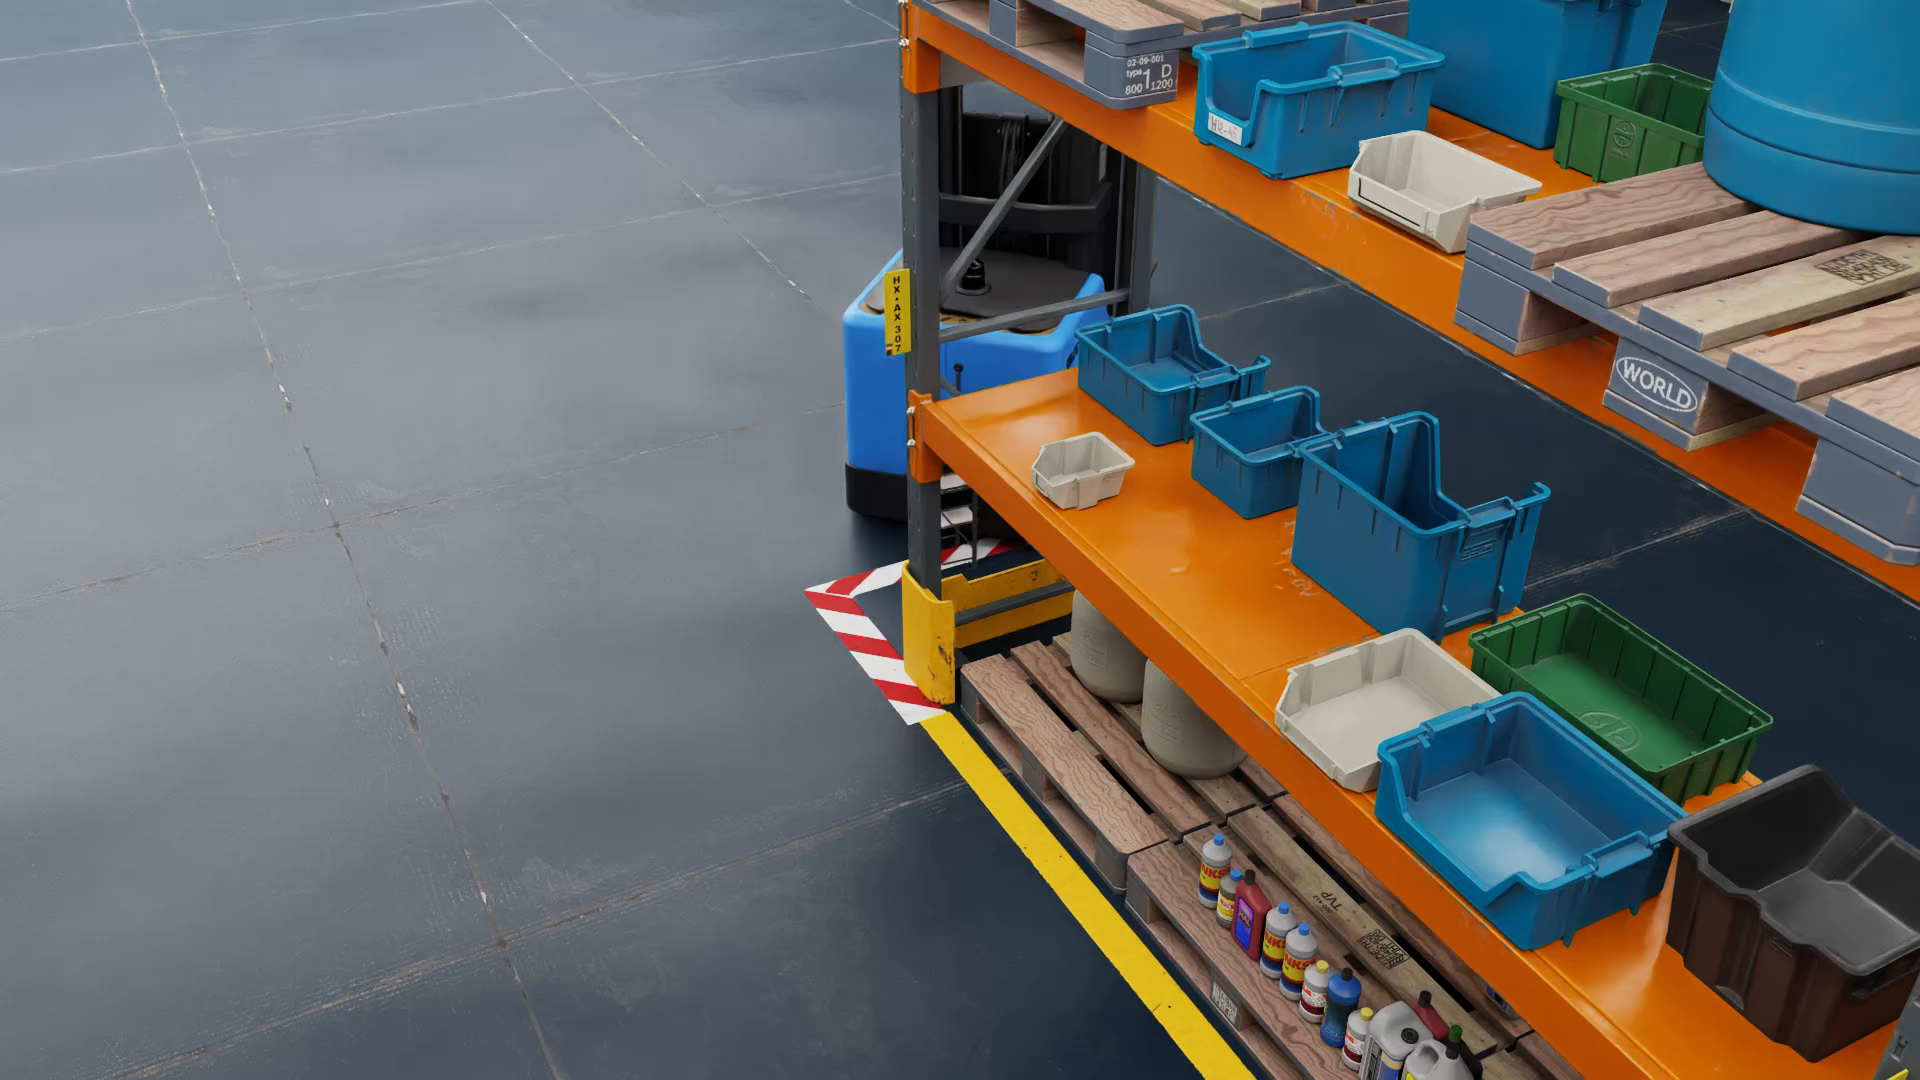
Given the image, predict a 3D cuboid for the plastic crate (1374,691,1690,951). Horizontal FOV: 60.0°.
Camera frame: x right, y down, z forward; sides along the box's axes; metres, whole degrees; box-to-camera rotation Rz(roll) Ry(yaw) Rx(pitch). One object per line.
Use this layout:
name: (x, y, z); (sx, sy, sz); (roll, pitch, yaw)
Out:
plastic crate: (1.373, 0.674, 4.056); (0.499, 0.251, 0.616); (-16, 36, -23)

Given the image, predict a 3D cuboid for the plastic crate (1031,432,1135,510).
plastic crate: (0.396, -0.219, 5.556); (0.298, 0.136, 0.250); (-16, 36, -23)

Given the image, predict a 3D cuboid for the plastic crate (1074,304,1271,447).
plastic crate: (0.762, -0.612, 6.062); (0.499, 0.251, 0.616); (-16, 36, -23)

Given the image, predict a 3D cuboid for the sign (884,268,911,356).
sign: (-0.225, -0.818, 5.990); (0.100, 0.325, 0.005); (-16, 36, -23)

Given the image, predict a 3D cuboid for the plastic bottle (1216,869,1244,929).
plastic bottle: (0.882, 1.148, 5.364); (0.097, 0.201, 0.097); (0, 33, 0)

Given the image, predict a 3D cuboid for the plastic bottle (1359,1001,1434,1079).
plastic bottle: (1.261, 1.473, 4.787); (0.152, 0.276, 0.135); (-15, 36, -22)

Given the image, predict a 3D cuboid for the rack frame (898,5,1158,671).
rack frame: (0.264, -0.838, 6.277); (1.000, 3.000, 0.127); (-16, 36, -23)

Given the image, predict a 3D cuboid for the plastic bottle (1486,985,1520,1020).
plastic bottle: (1.714, 1.299, 5.059); (0.152, 0.276, 0.135); (-16, 36, -23)

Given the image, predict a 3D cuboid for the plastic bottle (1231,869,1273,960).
plastic bottle: (0.923, 1.177, 5.243); (0.061, 0.283, 0.133); (-15, 36, -22)

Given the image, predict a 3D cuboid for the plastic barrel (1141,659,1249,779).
plastic barrel: (0.872, 0.567, 6.002); (0.421, 0.512, 0.421); (0, 33, 0)

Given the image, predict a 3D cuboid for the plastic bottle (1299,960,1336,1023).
plastic bottle: (1.086, 1.357, 5.037); (0.097, 0.201, 0.097); (0, 33, 0)

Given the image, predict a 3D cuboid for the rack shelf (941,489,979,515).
rack shelf: (-0.074, -0.172, 7.410); (0.258, 0.077, 0.200); (-12, 35, -18)

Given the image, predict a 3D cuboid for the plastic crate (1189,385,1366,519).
plastic crate: (1.060, -0.300, 5.576); (0.499, 0.251, 0.408); (-16, 36, -23)

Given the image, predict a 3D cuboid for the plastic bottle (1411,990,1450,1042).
plastic bottle: (1.355, 1.443, 4.827); (0.061, 0.283, 0.133); (-16, 36, -23)

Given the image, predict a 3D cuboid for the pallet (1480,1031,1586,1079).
pallet: (1.853, 1.914, 4.567); (1.003, 0.211, 1.213); (-16, 36, -23)

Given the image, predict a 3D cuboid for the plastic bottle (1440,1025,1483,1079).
plastic bottle: (1.412, 1.511, 4.721); (0.061, 0.283, 0.133); (-16, 36, -23)

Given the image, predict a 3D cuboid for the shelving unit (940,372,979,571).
shelving unit: (-0.073, -0.275, 7.343); (0.258, 0.900, 0.210); (-12, 35, -18)

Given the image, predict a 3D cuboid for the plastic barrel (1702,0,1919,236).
plastic barrel: (1.760, -1.082, 3.024); (0.600, 0.901, 0.708); (-16, 36, -23)

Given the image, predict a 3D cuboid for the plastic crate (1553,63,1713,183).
plastic crate: (1.634, -0.924, 3.828); (0.336, 0.188, 0.450); (-16, 36, -23)

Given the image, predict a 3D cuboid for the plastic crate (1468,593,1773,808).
plastic crate: (1.746, 0.441, 4.477); (0.450, 0.188, 0.662); (-16, 36, -23)

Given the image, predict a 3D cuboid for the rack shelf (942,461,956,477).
rack shelf: (-0.073, -0.322, 7.312); (0.258, 0.077, 0.200); (-12, 35, -18)

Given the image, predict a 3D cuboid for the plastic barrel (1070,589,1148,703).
plastic barrel: (0.638, 0.328, 6.375); (0.421, 0.512, 0.421); (0, 33, 0)

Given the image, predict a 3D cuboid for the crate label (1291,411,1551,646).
crate label: (1.361, -0.043, 5.003); (0.502, 0.435, 0.616); (-16, 36, -23)

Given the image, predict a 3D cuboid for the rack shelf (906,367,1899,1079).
rack shelf: (1.196, 0.419, 4.982); (1.077, 0.370, 4.000); (-16, 36, -23)

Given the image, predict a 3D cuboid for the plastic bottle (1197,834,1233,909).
plastic bottle: (0.834, 1.069, 5.422); (0.097, 0.271, 0.097); (0, 33, 0)

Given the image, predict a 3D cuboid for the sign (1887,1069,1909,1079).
sign: (1.637, 1.087, 3.015); (0.100, 0.325, 0.005); (-16, 36, -23)

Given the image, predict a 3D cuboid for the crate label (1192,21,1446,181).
crate label: (0.844, -1.062, 3.984); (0.502, 0.251, 0.408); (-16, 36, -23)

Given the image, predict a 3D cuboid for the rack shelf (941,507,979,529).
rack shelf: (-0.074, -0.096, 7.460); (0.258, 0.077, 0.200); (-12, 35, -18)

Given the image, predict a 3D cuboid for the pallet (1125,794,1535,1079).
pallet: (1.280, 1.331, 5.477); (1.003, 0.211, 1.213); (-16, 36, -23)

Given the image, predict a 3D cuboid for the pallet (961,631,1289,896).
pallet: (0.715, 0.750, 6.384); (1.003, 0.211, 1.213); (-16, 36, -23)

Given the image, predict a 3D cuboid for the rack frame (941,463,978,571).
rack frame: (-0.035, -0.223, 7.264); (0.240, 0.900, 0.006); (-12, 35, -18)

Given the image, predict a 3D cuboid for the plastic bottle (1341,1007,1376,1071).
plastic bottle: (1.182, 1.455, 4.884); (0.097, 0.201, 0.097); (0, 33, 0)

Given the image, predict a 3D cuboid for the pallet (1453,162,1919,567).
pallet: (1.706, -0.432, 3.039); (1.213, 0.211, 1.003); (-16, 36, -23)

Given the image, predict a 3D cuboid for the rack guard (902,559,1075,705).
rack guard: (0.341, 0.239, 6.914); (1.175, 0.500, 0.348); (-16, 36, -23)

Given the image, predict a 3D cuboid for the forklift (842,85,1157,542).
forklift: (0.395, -2.007, 8.165); (1.130, 2.935, 3.031); (10, 34, 15)

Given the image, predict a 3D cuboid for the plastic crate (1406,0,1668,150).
plastic crate: (1.419, -1.260, 4.170); (0.392, 0.384, 0.575); (-16, 36, -23)

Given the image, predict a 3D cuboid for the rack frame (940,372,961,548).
rack frame: (-0.111, -0.327, 7.421); (0.240, 0.900, 0.006); (-12, 35, -18)

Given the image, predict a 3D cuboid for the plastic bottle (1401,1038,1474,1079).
plastic bottle: (1.334, 1.520, 4.644); (0.144, 0.351, 0.185); (-16, 36, -23)

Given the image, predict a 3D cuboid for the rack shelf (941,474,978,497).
rack shelf: (-0.073, -0.247, 7.361); (0.258, 0.077, 0.200); (-12, 35, -18)

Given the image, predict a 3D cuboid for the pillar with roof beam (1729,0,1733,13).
pillar with roof beam: (3.514, -7.520, 11.146); (9.100, 9.000, 0.400); (-16, 36, -23)

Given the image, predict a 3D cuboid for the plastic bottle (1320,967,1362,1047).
plastic bottle: (1.134, 1.377, 4.941); (0.097, 0.271, 0.097); (0, 33, 0)

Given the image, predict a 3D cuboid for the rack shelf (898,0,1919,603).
rack shelf: (1.196, -0.844, 4.173); (1.077, 0.370, 4.000); (-16, 36, -23)

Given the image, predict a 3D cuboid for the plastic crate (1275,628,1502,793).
plastic crate: (1.148, 0.471, 4.479); (0.530, 0.136, 0.437); (-16, 36, -23)

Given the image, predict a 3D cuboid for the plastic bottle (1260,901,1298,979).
plastic bottle: (0.993, 1.233, 5.167); (0.097, 0.271, 0.097); (0, 33, 0)

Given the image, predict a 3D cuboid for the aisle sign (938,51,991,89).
aisle sign: (-0.029, -1.893, 5.515); (0.394, 0.787, 0.004); (-16, 36, -23)

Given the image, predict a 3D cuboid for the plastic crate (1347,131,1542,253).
plastic crate: (1.023, -0.745, 3.597); (0.243, 0.136, 0.396); (-16, 36, -23)

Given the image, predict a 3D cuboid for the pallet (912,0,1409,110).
pallet: (0.563, -1.602, 4.865); (1.003, 0.211, 1.213); (-16, 36, -23)

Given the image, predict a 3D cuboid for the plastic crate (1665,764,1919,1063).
plastic crate: (1.997, 0.815, 3.755); (0.767, 0.338, 0.504); (-16, 36, -23)

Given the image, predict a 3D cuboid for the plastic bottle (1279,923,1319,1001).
plastic bottle: (1.040, 1.280, 5.092); (0.097, 0.271, 0.097); (0, 33, 0)
